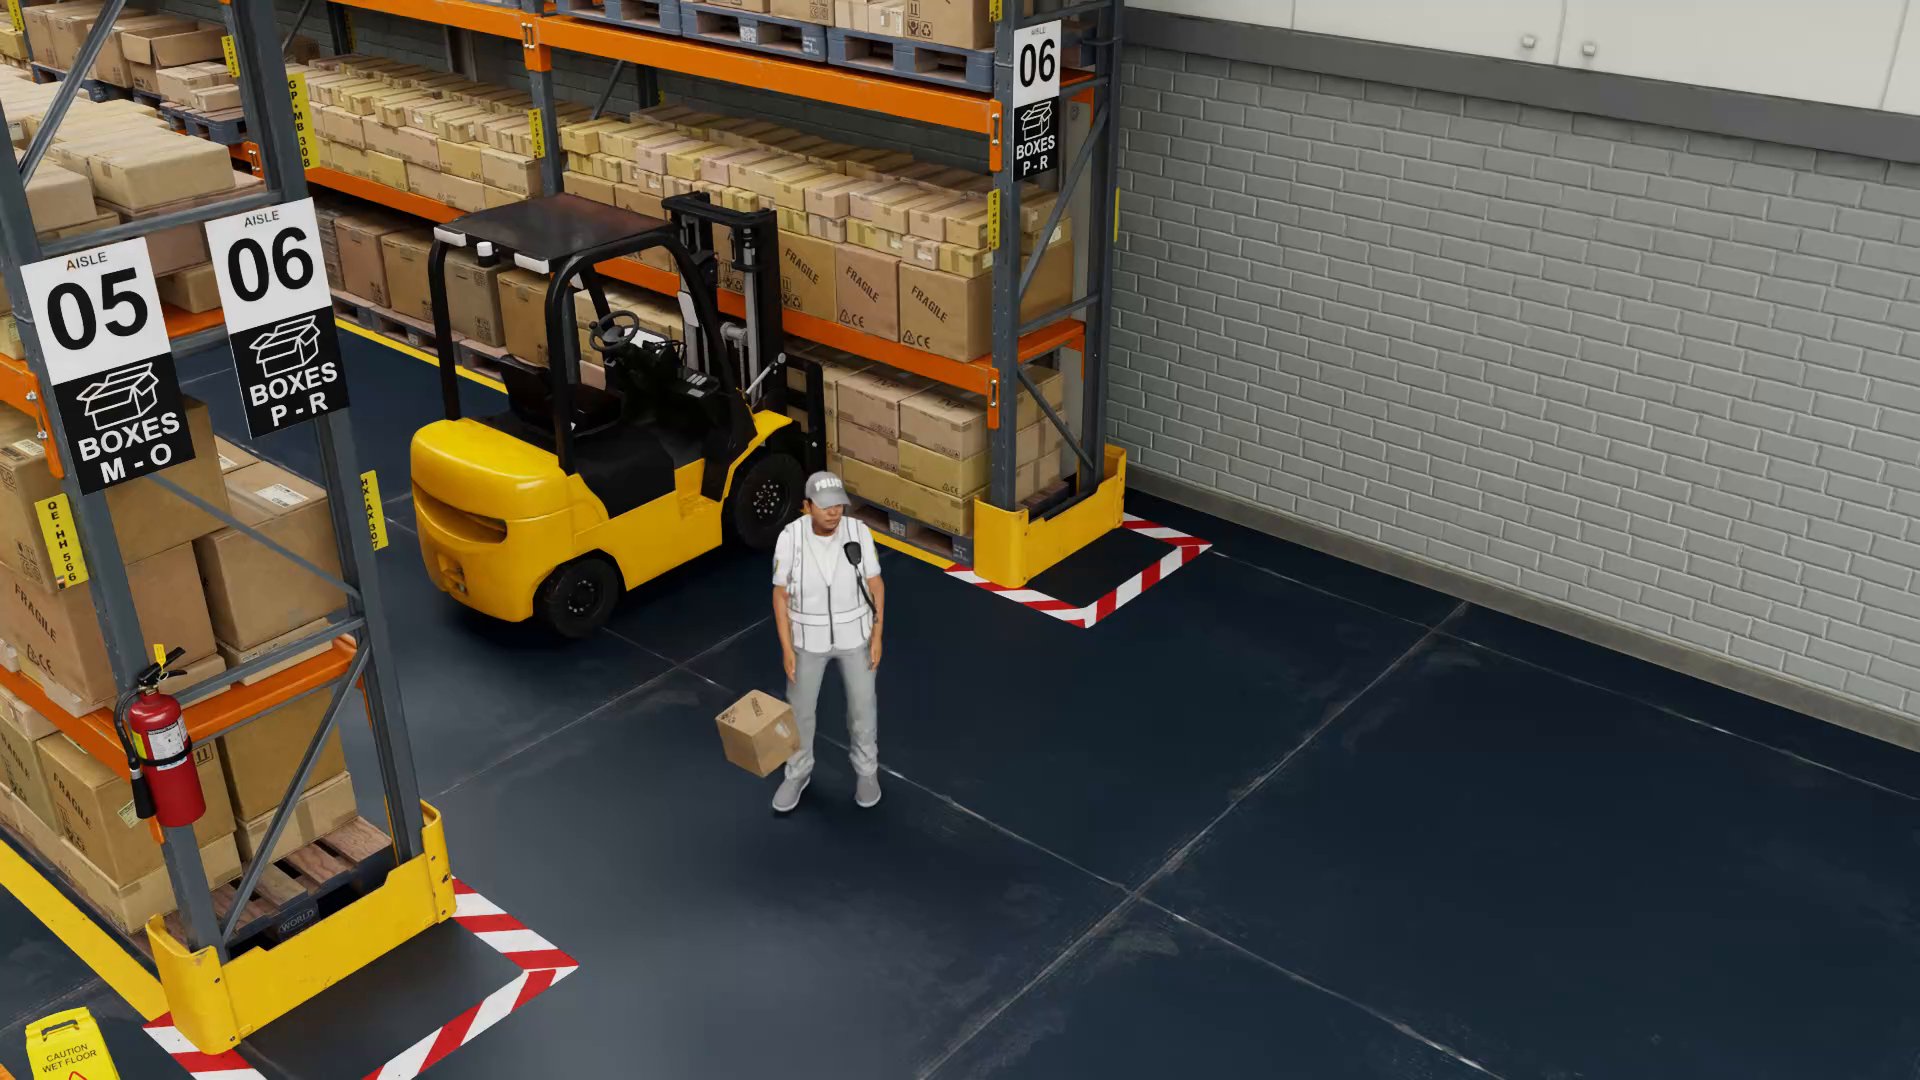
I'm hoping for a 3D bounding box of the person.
[{"bbox_3d":[-0.619,0.533,7.741,0.457,1.375,0.372,-4,28,-8],"label":"person"}]
